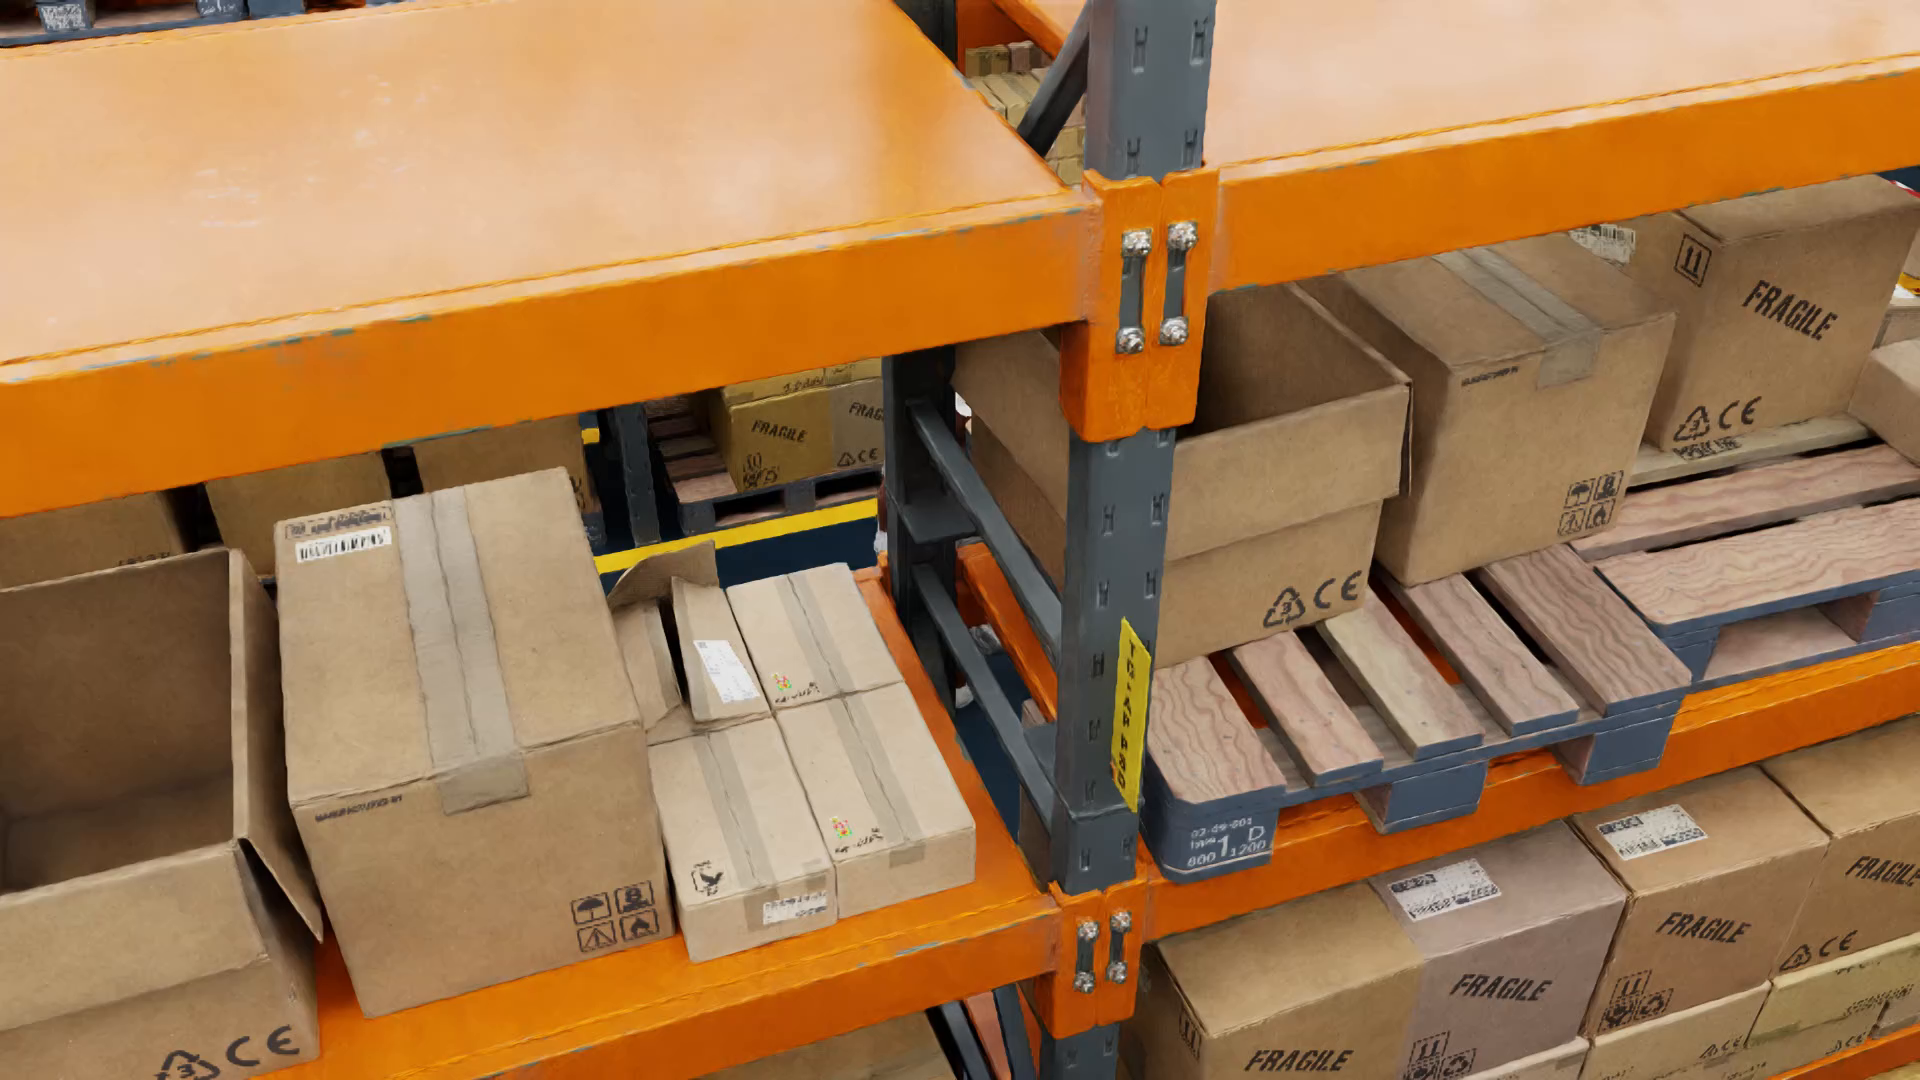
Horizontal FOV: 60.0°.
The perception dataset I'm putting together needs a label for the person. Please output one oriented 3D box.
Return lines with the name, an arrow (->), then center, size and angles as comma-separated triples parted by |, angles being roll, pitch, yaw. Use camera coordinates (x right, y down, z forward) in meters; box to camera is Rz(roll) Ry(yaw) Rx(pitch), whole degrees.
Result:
person -> -0.018, 0.015, 6.712 | 0.660, 1.758, 0.470 | -2, 37, -3
